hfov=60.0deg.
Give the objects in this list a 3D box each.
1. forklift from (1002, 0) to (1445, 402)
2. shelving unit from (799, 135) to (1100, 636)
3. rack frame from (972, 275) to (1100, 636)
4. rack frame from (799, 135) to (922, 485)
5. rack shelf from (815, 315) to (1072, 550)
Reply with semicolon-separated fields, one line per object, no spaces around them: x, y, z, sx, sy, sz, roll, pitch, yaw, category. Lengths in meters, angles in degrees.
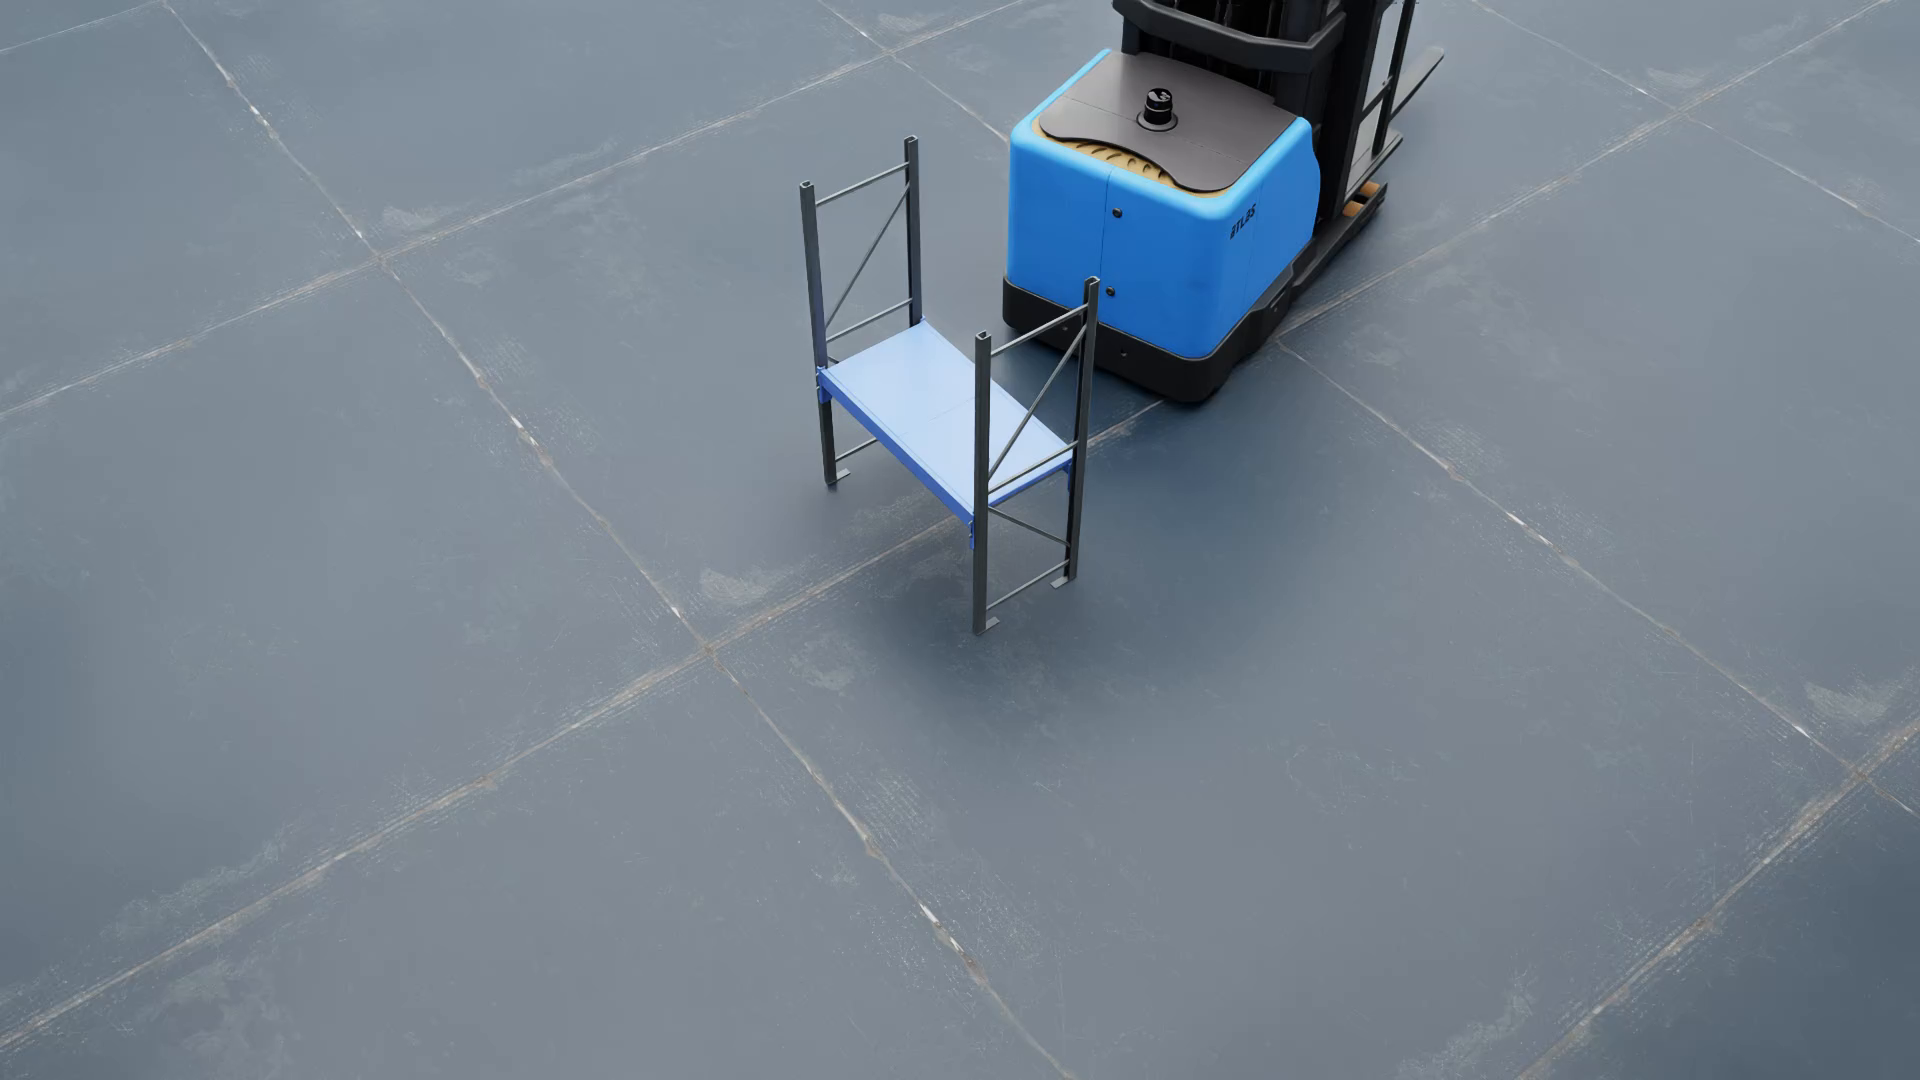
1.438;-2.646;7.169;1.130;2.935;3.031;27;53;22;forklift
-0.052;-0.554;6.239;0.538;1.500;1.048;-29;54;-24;shelving unit
0.256;-0.254;5.967;0.500;1.500;0.032;-29;54;-24;rack frame
-0.359;-0.854;6.511;0.500;1.500;0.032;-29;54;-24;rack frame
-0.052;-0.433;6.372;0.538;0.185;1.000;-29;54;-24;rack shelf
